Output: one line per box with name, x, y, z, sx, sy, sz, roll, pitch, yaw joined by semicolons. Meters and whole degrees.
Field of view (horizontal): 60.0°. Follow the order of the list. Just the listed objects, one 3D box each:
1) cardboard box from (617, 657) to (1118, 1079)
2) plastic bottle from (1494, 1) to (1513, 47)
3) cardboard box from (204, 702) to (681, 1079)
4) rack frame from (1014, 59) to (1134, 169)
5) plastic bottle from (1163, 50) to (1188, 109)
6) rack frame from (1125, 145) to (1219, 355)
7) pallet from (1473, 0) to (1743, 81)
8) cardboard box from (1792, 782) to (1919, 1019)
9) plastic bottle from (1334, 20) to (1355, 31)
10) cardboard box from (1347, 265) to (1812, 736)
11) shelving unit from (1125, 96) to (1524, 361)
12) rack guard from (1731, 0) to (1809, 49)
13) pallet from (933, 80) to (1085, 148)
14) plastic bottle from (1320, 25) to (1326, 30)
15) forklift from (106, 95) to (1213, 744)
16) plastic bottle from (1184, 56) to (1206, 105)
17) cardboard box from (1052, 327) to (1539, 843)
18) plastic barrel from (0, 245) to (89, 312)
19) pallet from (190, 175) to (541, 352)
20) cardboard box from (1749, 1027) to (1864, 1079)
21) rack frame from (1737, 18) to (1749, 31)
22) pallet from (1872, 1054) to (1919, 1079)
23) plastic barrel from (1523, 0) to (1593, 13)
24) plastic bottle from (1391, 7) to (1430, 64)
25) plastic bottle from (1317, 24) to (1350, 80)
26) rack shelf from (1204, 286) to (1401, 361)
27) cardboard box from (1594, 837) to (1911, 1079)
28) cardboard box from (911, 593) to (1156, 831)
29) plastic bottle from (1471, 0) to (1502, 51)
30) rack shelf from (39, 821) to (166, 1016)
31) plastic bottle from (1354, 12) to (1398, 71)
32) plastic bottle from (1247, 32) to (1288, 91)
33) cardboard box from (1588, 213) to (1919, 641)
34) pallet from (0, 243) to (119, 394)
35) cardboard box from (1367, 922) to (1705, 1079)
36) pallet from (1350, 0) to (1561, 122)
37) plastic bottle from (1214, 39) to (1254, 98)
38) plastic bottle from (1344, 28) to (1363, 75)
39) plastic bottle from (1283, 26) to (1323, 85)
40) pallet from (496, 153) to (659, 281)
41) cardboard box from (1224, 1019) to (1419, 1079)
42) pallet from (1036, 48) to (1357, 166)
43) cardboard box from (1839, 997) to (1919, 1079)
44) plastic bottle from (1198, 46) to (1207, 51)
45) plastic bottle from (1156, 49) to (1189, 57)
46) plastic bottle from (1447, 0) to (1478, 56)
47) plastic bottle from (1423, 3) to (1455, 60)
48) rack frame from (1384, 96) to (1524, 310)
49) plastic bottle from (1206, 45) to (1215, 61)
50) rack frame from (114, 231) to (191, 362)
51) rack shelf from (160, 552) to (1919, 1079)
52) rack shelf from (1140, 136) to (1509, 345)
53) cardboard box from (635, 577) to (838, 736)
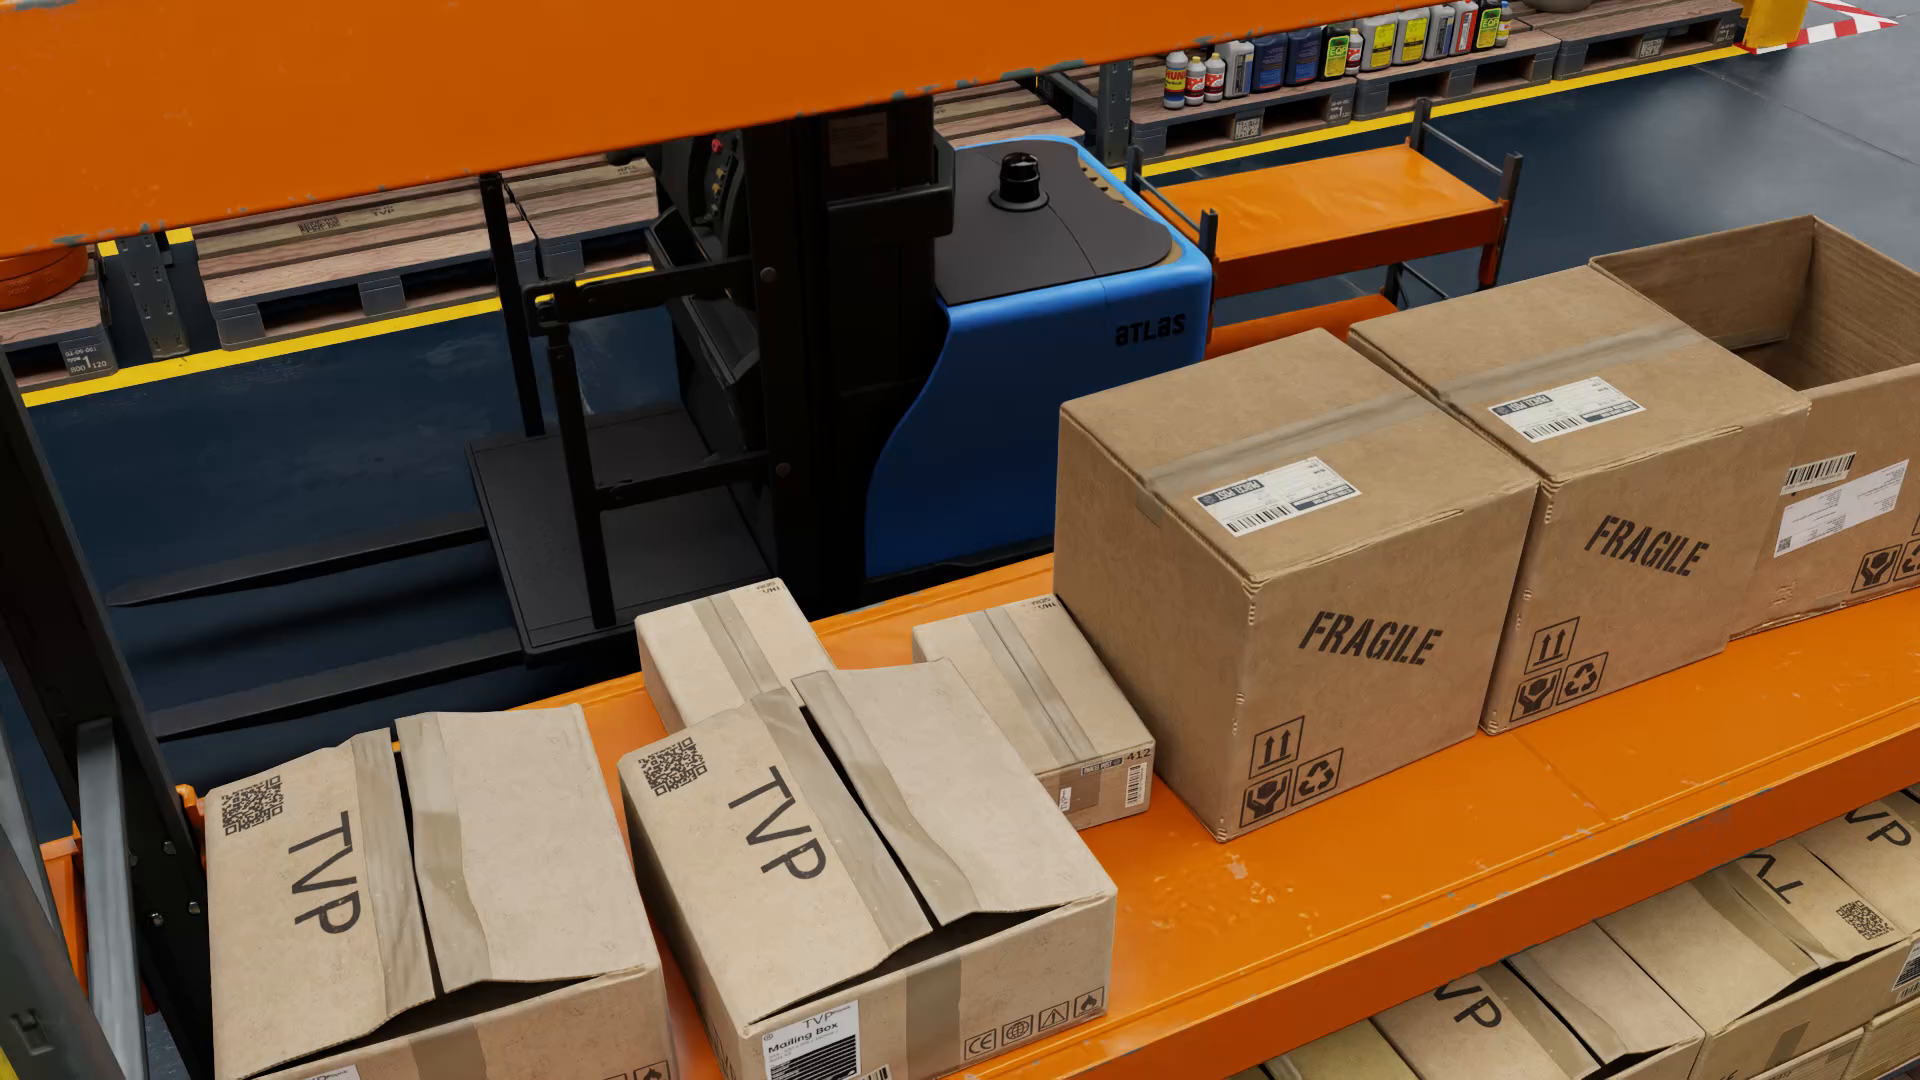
cardboard box;-0.134;0.439;2.215;0.500;0.311;0.500;-16;39;-20
plastic bottle;2.638;-2.523;8.114;0.097;0.201;0.097;0;37;0
cardboard box;-0.678;0.492;2.143;0.500;0.311;0.500;-13;39;-17
rack frame;0.494;-3.159;6.992;0.127;3.000;1.000;-16;39;-20
plastic bottle;0.968;-2.085;7.464;0.097;0.271;0.097;0;37;0
rack frame;0.604;-0.580;5.088;0.032;1.125;0.500;-14;39;-18
pallet;3.328;-2.805;8.854;1.213;0.211;1.003;-16;39;-20
cardboard box;1.882;0.615;3.387;0.500;0.311;0.500;-15;39;-19
plastic bottle;1.871;-2.452;7.955;0.135;0.276;0.152;-16;39;-20
cardboard box;0.963;-0.082;2.758;0.500;0.500;0.500;-16;39;-20
shelving unit;1.076;-0.694;5.241;1.048;1.125;0.538;-14;39;-18
rack guard;4.066;-3.123;9.041;0.348;0.500;1.175;-16;39;-20
pallet;-0.201;-1.820;7.526;1.213;0.211;1.003;-16;39;-20
plastic bottle;1.689;-2.326;7.789;0.097;0.271;0.097;0;37;0
forklift;-0.869;-1.000;4.139;3.031;2.935;1.130;-14;39;-18
plastic bottle;1.060;-2.082;7.519;0.097;0.201;0.097;0;37;0
cardboard box;0.486;0.052;2.579;0.500;0.500;0.500;-18;40;-22
plastic barrel;-3.563;-1.311;5.969;0.708;0.830;0.600;-16;39;-20
pallet;-2.409;-1.202;6.694;1.213;0.211;1.003;-16;39;-20
cardboard box;1.421;0.967;3.385;0.500;0.250;0.500;-15;39;-19
rack frame;4.115;-4.172;8.357;0.127;3.000;1.000;-16;39;-20
pallet;1.945;0.840;3.940;1.213;0.211;1.003;-16;39;-20
plastic barrel;3.098;-3.007;8.522;0.421;0.512;0.421;0;37;0
plastic bottle;2.125;-2.455;7.897;0.185;0.351;0.144;-14;39;-18
plastic bottle;1.739;-2.293;7.734;0.133;0.283;0.061;-14;39;-18
rack shelf;1.076;-0.497;5.387;1.000;0.278;0.538;-14;39;-18
cardboard box;1.429;0.740;3.219;0.500;0.311;0.500;-16;39;-20
cardboard box;0.104;0.273;2.575;0.250;0.149;0.380;-13;38;-17
plastic bottle;2.540;-2.517;8.036;0.133;0.283;0.061;-15;39;-19
rack shelf;-2.837;1.320;1.556;4.000;0.370;1.077;-16;39;-20
plastic bottle;1.956;-2.408;7.833;0.185;0.351;0.144;-16;39;-20
plastic bottle;1.401;-2.253;7.624;0.185;0.351;0.144;-15;39;-19
cardboard box;1.416;-0.209;2.929;0.500;0.500;0.500;-13;38;-17
pallet;-3.823;-0.805;6.158;1.213;0.211;1.003;-16;39;-20
cardboard box;0.973;0.866;3.050;0.500;0.311;0.500;-16;39;-21
pallet;2.225;-2.498;8.441;1.213;0.211;1.003;-16;39;-20
plastic bottle;1.249;-2.183;7.592;0.135;0.276;0.152;-14;39;-18
plastic bottle;1.838;-2.300;7.812;0.097;0.201;0.097;0;37;0
plastic bottle;1.572;-2.301;7.688;0.185;0.351;0.144;-17;40;-22
pallet;-1.307;-1.509;7.107;1.213;0.211;1.003;-16;39;-20
cardboard box;0.507;0.996;2.874;0.500;0.311;0.500;-17;40;-21
pallet;1.119;-2.187;8.021;1.213;0.211;1.003;-16;39;-20
cardboard box;1.884;0.837;3.559;0.500;0.250;0.500;-16;40;-21
plastic bottle;1.214;-2.536;8.068;0.135;0.276;0.152;-16;39;-20
plastic bottle;1.016;-2.513;7.974;0.185;0.351;0.144;-16;39;-20
plastic bottle;2.399;-2.504;8.026;0.135;0.276;0.152;-15;39;-20
plastic bottle;2.273;-2.469;7.978;0.135;0.276;0.152;-17;40;-21
rack frame;1.547;-0.807;5.394;0.032;1.125;0.500;-14;39;-18
plastic bottle;1.204;-2.243;7.667;0.133;0.283;0.061;-16;39;-20
rack frame;-3.127;-2.147;5.627;0.127;3.000;1.000;-16;39;-20
rack shelf;0.784;0.308;2.921;4.000;0.370;1.077;-16;39;-20
rack shelf;1.076;-0.929;5.067;1.000;0.278;0.538;-14;39;-18
cardboard box;-0.329;0.249;2.607;0.250;0.149;0.380;-16;39;-20
